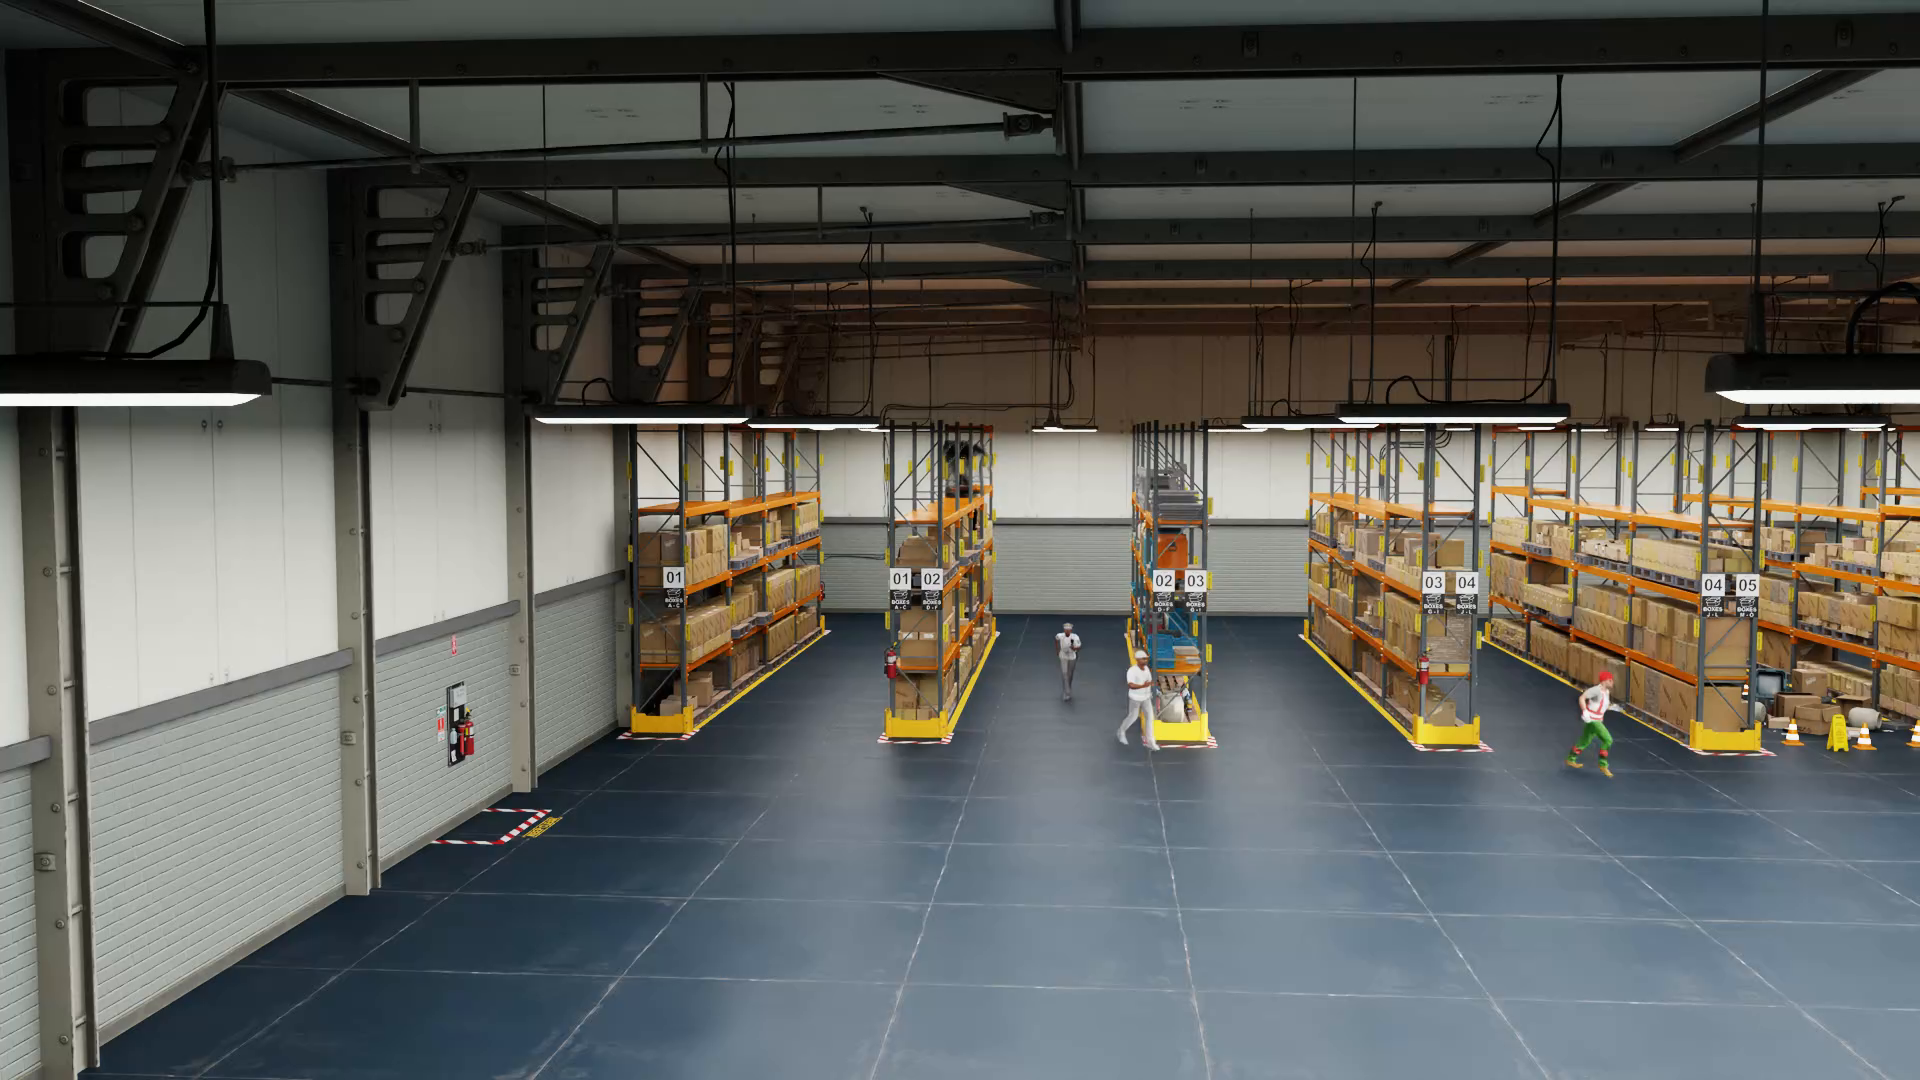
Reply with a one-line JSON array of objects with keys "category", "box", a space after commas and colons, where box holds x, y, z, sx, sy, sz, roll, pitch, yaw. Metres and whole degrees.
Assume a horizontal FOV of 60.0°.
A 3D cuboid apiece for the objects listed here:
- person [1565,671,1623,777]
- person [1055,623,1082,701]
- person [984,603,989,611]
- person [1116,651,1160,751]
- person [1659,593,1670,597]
[{"category": "person", "box": [10.681, 3.088, 28.100, 0.911, 1.776, 0.671, 3, 5, 37]}, {"category": "person", "box": [2.353, 2.618, 36.181, 0.573, 1.690, 0.925, 0, 4, 1]}, {"category": "person", "box": [0.630, 1.845, 48.577, 0.529, 1.609, 0.580, 2, 4, 34]}, {"category": "person", "box": [3.247, 2.894, 30.266, 0.686, 1.781, 0.949, -3, 5, -42]}, {"category": "person", "box": [19.954, 1.956, 47.059, 0.552, 1.567, 0.567, 1, 4, 12]}]
